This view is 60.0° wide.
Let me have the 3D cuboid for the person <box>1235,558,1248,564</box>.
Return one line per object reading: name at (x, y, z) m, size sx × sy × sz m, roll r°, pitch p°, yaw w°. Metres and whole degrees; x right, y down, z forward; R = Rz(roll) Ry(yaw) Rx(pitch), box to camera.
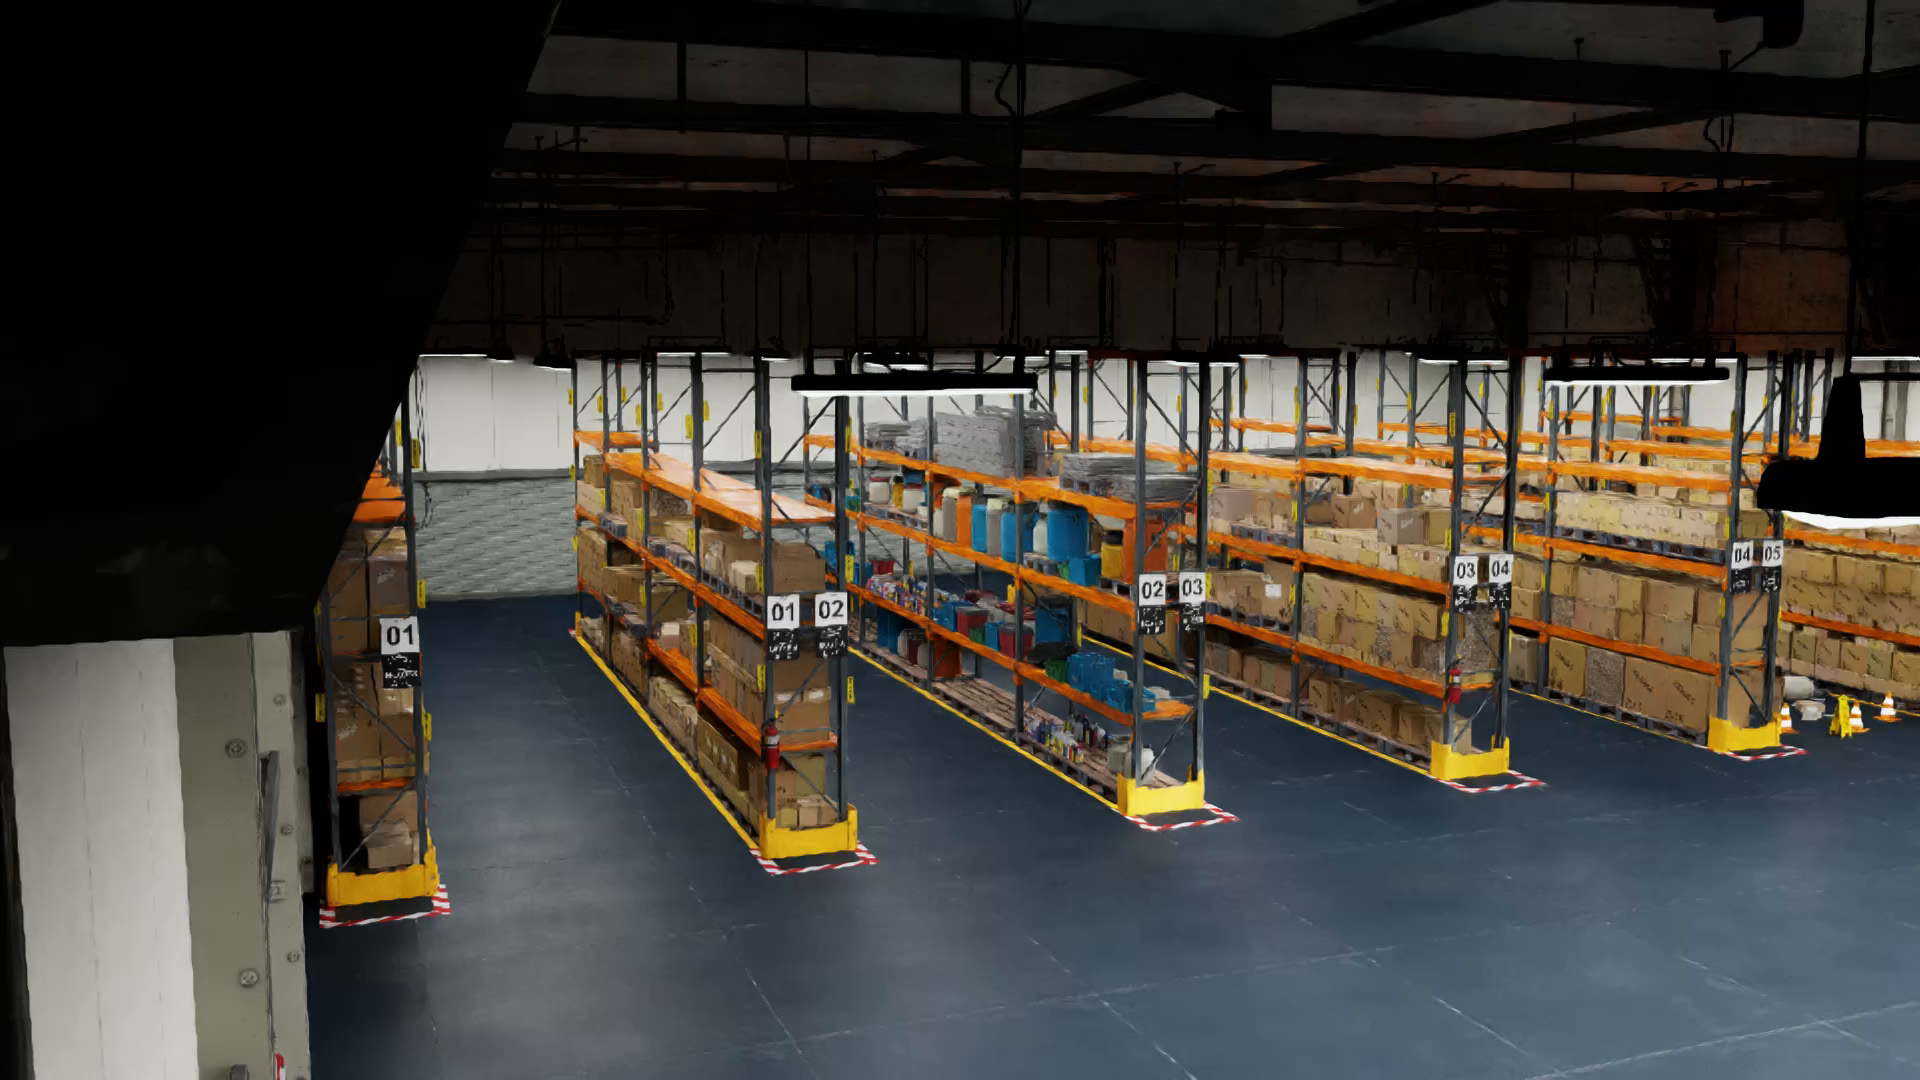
person at (7.642, -0.119, 45.466) m, size 0.517 × 1.592 × 0.355 m, roll 6°, pitch 9°, yaw 40°
